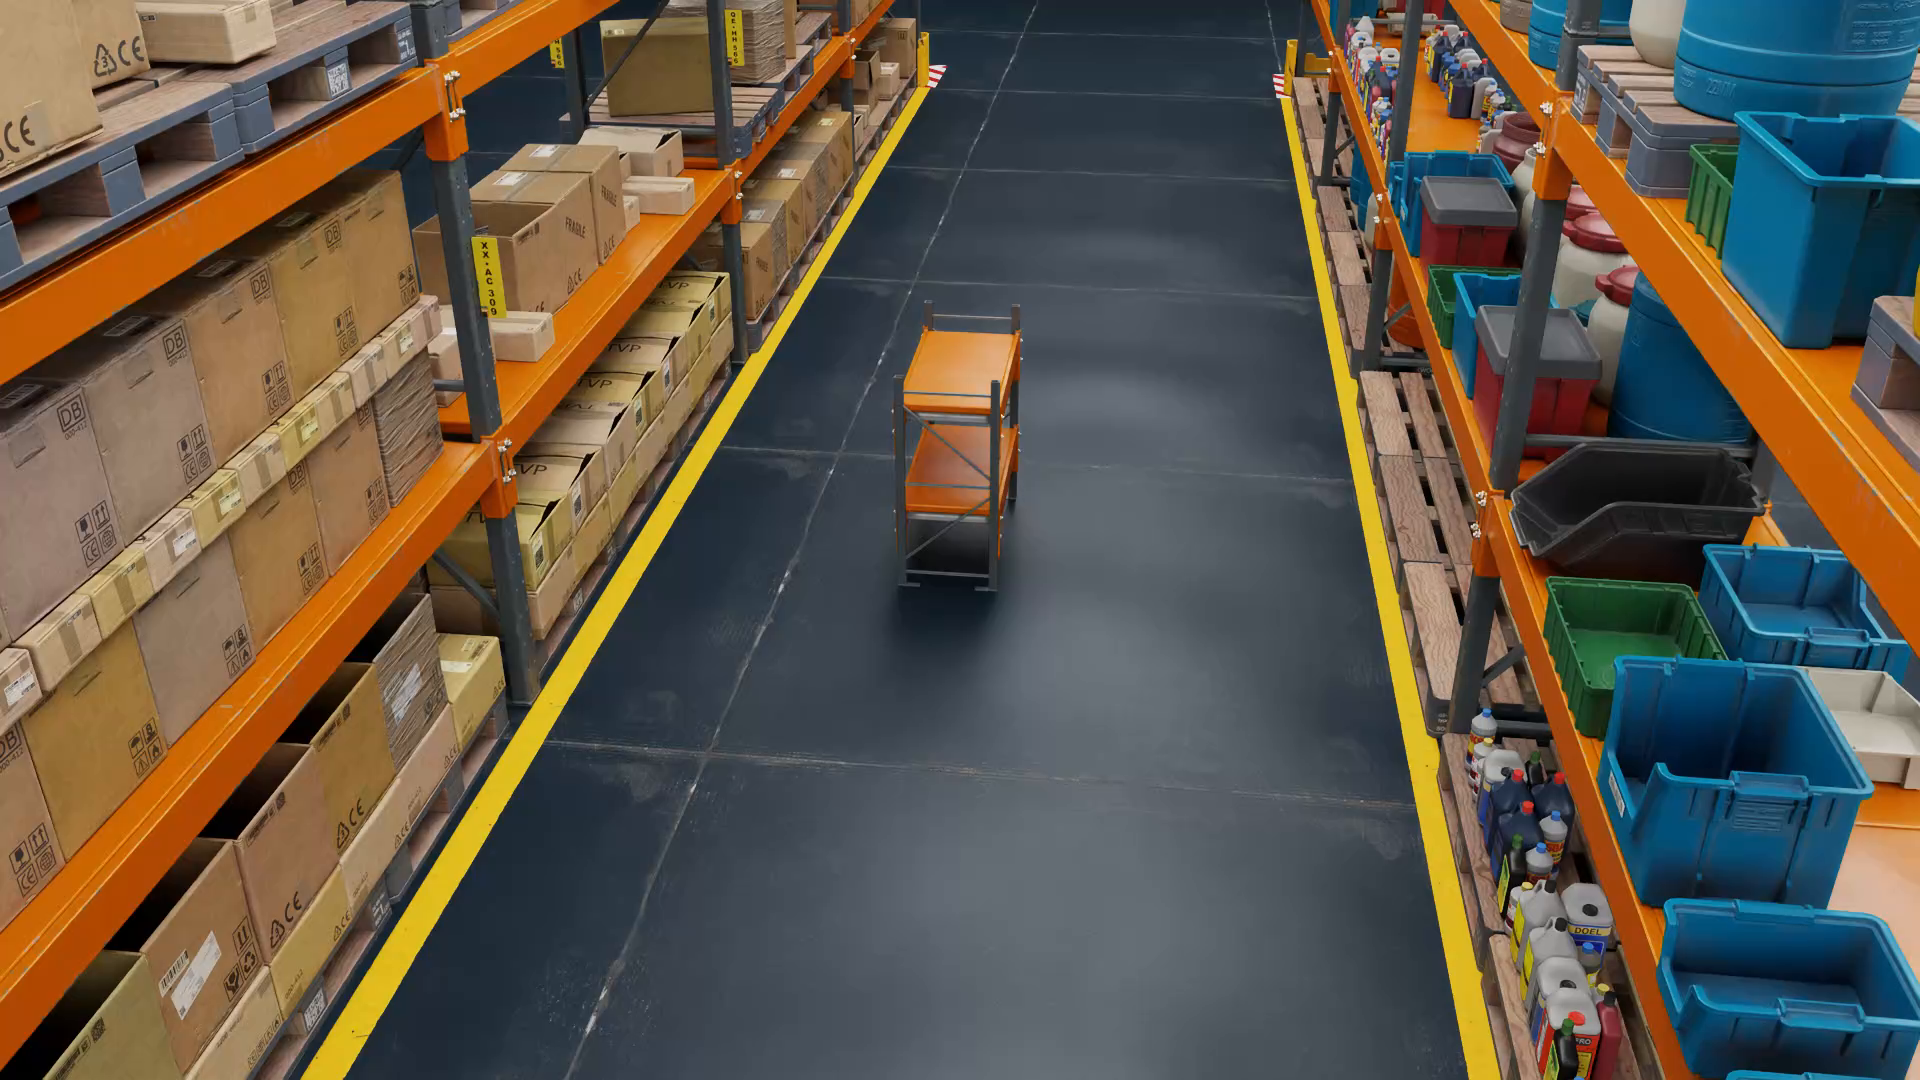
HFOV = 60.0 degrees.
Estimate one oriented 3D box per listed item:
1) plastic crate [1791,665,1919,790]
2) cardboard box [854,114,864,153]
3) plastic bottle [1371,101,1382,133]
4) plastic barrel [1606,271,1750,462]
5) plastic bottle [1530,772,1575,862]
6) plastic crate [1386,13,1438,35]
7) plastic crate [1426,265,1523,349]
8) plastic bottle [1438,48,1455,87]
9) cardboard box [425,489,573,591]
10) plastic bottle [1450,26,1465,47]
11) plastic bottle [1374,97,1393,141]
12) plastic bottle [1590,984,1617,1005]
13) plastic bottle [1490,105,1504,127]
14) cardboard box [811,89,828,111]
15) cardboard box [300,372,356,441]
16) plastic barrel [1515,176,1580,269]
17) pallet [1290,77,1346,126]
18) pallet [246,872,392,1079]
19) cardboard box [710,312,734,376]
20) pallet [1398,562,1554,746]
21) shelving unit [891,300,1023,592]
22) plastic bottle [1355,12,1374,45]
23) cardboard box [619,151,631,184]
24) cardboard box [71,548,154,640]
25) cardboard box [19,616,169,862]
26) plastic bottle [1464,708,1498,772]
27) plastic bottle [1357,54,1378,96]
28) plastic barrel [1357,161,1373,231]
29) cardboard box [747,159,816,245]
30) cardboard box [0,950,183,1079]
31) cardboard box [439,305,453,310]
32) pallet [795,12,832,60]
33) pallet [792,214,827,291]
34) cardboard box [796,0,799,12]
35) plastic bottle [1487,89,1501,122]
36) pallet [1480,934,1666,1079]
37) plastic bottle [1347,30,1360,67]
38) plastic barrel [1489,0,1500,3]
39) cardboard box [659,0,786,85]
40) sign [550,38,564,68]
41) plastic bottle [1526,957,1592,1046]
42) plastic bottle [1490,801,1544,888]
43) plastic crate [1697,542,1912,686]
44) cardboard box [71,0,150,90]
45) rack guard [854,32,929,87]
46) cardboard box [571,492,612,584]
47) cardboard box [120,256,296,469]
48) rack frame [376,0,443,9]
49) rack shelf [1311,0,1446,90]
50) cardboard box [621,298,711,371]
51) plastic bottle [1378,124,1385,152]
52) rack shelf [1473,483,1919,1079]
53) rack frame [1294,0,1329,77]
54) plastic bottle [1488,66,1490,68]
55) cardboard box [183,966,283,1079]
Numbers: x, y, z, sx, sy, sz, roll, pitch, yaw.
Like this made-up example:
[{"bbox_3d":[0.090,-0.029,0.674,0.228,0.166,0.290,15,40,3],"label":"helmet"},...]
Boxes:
[{"bbox_3d":[2.581,0.547,4.850,0.530,0.136,0.437,3,28,6],"label":"plastic crate"},{"bbox_3d":[-1.141,-3.598,14.637,0.500,0.311,0.500,3,28,6],"label":"cardboard box"},{"bbox_3d":[2.777,-2.795,10.985,0.097,0.201,0.097,0,28,0],"label":"plastic bottle"},{"bbox_3d":[2.876,-0.733,6.419,0.600,0.901,0.708,3,28,6],"label":"plastic barrel"},{"bbox_3d":[2.161,0.989,6.081,0.144,0.351,0.185,3,28,6],"label":"plastic bottle"},{"bbox_3d":[3.707,-4.235,13.662,0.396,0.136,0.243,3,28,6],"label":"plastic crate"},{"bbox_3d":[2.462,-1.091,7.835,0.450,0.188,0.662,3,28,6],"label":"plastic crate"},{"bbox_3d":[3.548,-3.442,12.112,0.097,0.271,0.097,0,28,0],"label":"plastic bottle"},{"bbox_3d":[-2.089,-0.039,7.524,0.500,0.311,0.500,3,29,6],"label":"cardboard box"},{"bbox_3d":[3.721,-3.640,12.396,0.144,0.351,0.185,3,28,6],"label":"plastic bottle"},{"bbox_3d":[2.753,-2.734,10.799,0.097,0.271,0.097,0,28,0],"label":"plastic bottle"},{"bbox_3d":[2.029,1.499,5.291,0.097,0.201,0.097,0,28,0],"label":"plastic bottle"},{"bbox_3d":[3.430,-2.633,10.611,0.097,0.271,0.097,0,28,0],"label":"plastic bottle"},{"bbox_3d":[-1.527,-4.051,15.478,0.500,0.311,0.500,3,28,6],"label":"cardboard box"},{"bbox_3d":[-2.301,-0.463,5.658,0.380,0.149,0.250,3,28,6],"label":"cardboard box"},{"bbox_3d":[3.053,-1.585,8.412,0.421,0.512,0.421,0,28,0],"label":"plastic barrel"},{"bbox_3d":[3.859,-4.383,16.663,1.003,0.211,1.213,3,28,6],"label":"pallet"},{"bbox_3d":[-2.673,1.538,5.673,1.003,0.211,1.213,3,28,6],"label":"pallet"},{"bbox_3d":[-1.720,-1.233,10.332,0.500,0.250,0.500,4,29,7],"label":"cardboard box"},{"bbox_3d":[2.586,0.508,7.585,1.003,0.211,1.213,3,28,6],"label":"pallet"},{"bbox_3d":[0.001,-0.498,8.489,0.538,1.125,1.048,3,28,6],"label":"shelving unit"},{"bbox_3d":[3.139,-3.926,12.927,0.144,0.351,0.185,3,28,6],"label":"plastic bottle"},{"bbox_3d":[-2.199,-2.071,9.526,0.500,0.311,0.500,3,28,6],"label":"cardboard box"},{"bbox_3d":[-2.460,0.137,4.543,0.380,0.149,0.250,3,28,6],"label":"cardboard box"},{"bbox_3d":[-2.681,0.502,4.551,0.700,0.500,0.500,4,29,7],"label":"cardboard box"},{"bbox_3d":[2.054,0.784,6.545,0.097,0.271,0.097,0,28,0],"label":"plastic bottle"},{"bbox_3d":[2.932,-3.318,11.877,0.152,0.276,0.135,3,28,6],"label":"plastic bottle"},{"bbox_3d":[3.338,-2.786,12.529,0.600,0.901,0.708,3,28,6],"label":"plastic barrel"},{"bbox_3d":[-1.374,-2.540,12.473,0.500,0.500,0.500,2,28,4],"label":"cardboard box"},{"bbox_3d":[-2.532,1.466,4.532,0.500,0.500,0.500,3,28,6],"label":"cardboard box"},{"bbox_3d":[-2.462,-1.003,7.591,0.396,0.266,0.258,3,28,5],"label":"cardboard box"},{"bbox_3d":[-1.613,-3.949,13.120,1.003,0.211,1.213,3,28,6],"label":"pallet"},{"bbox_3d":[-1.616,-2.215,12.638,1.003,0.211,1.213,3,28,6],"label":"pallet"},{"bbox_3d":[-1.600,-4.697,14.201,0.500,0.500,0.500,4,29,7],"label":"cardboard box"},{"bbox_3d":[3.547,-2.847,11.008,0.097,0.271,0.097,0,28,0],"label":"plastic bottle"},{"bbox_3d":[2.258,1.769,5.243,1.003,0.211,1.213,3,28,6],"label":"pallet"},{"bbox_3d":[3.016,-3.745,12.675,0.097,0.271,0.097,0,28,0],"label":"plastic bottle"},{"bbox_3d":[2.535,-2.757,7.013,0.600,0.901,0.708,3,28,6],"label":"plastic barrel"},{"bbox_3d":[-1.630,-3.472,11.483,0.700,0.500,0.500,9,30,16],"label":"cardboard box"},{"bbox_3d":[-2.437,-3.022,10.060,0.100,0.325,0.005,3,28,6],"label":"sign"},{"bbox_3d":[1.903,1.468,5.270,0.152,0.276,0.135,3,28,5],"label":"plastic bottle"},{"bbox_3d":[1.994,1.069,5.932,0.144,0.351,0.185,2,28,4],"label":"plastic bottle"},{"bbox_3d":[2.662,0.254,5.272,0.499,0.251,0.616,3,28,6],"label":"plastic crate"},{"bbox_3d":[-2.714,-1.482,4.477,0.797,0.503,0.637,6,29,12],"label":"cardboard box"},{"bbox_3d":[-0.926,-5.150,17.782,1.175,0.500,0.348,3,28,6],"label":"rack guard"},{"bbox_3d":[-2.028,-0.028,8.095,0.500,0.250,0.500,4,29,7],"label":"cardboard box"},{"bbox_3d":[-2.558,-0.570,5.172,0.700,0.500,0.500,3,28,6],"label":"cardboard box"},{"bbox_3d":[-2.387,-3.279,5.348,1.000,3.000,0.127,3,28,6],"label":"rack frame"},{"bbox_3d":[3.754,-4.738,15.141,1.077,0.370,4.000,3,28,6],"label":"rack shelf"},{"bbox_3d":[-1.774,-1.236,9.746,0.500,0.311,0.500,3,28,5],"label":"cardboard box"},{"bbox_3d":[2.717,-2.566,10.560,0.097,0.201,0.097,0,28,0],"label":"plastic bottle"},{"bbox_3d":[2.283,0.910,4.656,1.077,0.370,4.000,3,28,6],"label":"rack shelf"},{"bbox_3d":[3.999,-5.996,16.718,1.000,3.000,0.127,3,28,6],"label":"rack frame"},{"bbox_3d":[3.647,-3.164,11.584,0.061,0.283,0.133,3,28,6],"label":"plastic bottle"},{"bbox_3d":[-2.472,1.561,5.147,0.500,0.250,0.500,3,28,6],"label":"cardboard box"}]
